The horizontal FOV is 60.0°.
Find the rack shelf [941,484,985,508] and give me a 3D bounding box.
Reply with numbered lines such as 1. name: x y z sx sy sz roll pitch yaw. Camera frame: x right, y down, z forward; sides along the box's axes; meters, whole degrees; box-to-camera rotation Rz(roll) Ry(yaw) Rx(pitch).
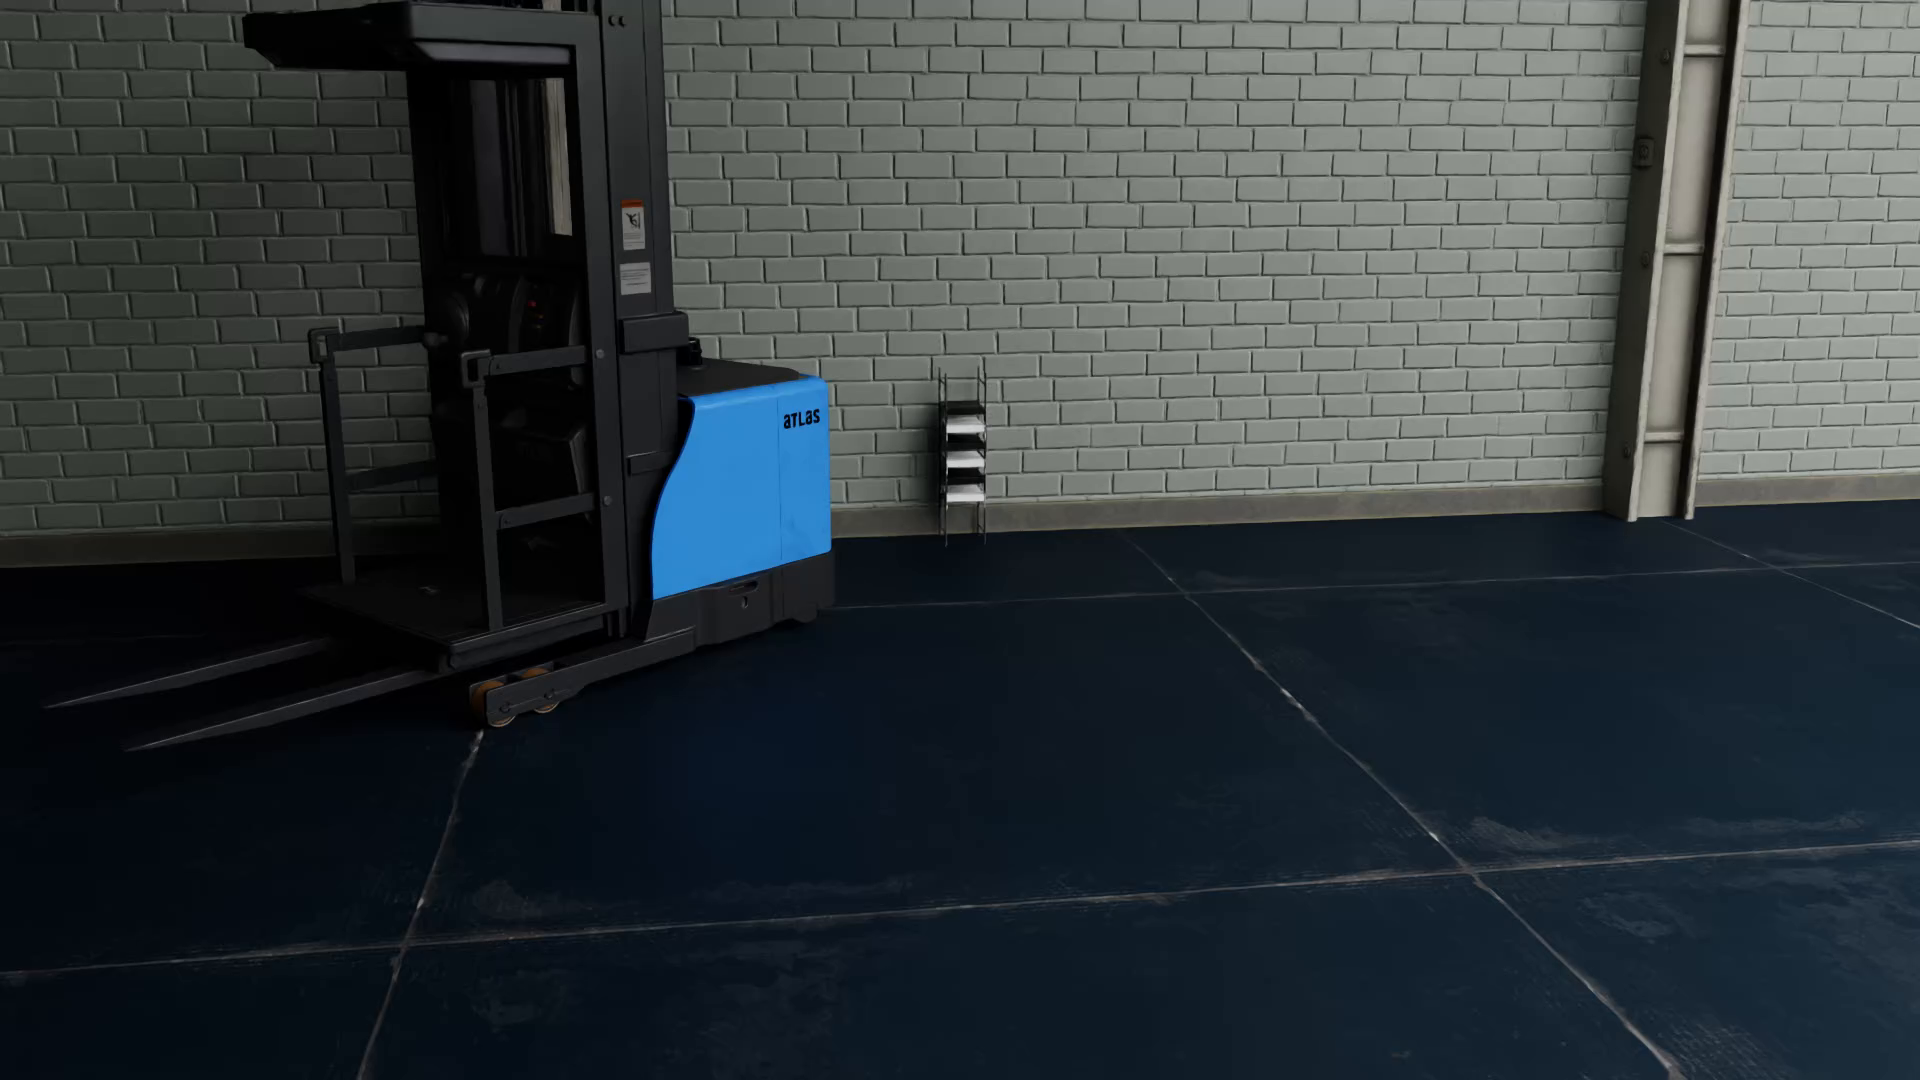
1. rack shelf: 0.011 -0.228 8.657 0.200 0.077 0.258 -2 14 -9

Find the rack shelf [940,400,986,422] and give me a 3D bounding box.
1. rack shelf: 0.011 -0.664 8.546 0.200 0.077 0.258 -2 14 -9

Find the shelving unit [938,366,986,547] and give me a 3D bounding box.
1. shelving unit: 0.011 -0.435 8.605 0.210 0.900 0.258 -2 14 -9

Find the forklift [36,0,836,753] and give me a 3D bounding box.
1. forklift: -1.882 -0.881 6.209 1.130 2.935 3.031 12 18 39

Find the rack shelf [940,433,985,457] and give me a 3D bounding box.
1. rack shelf: 0.011 -0.490 8.591 0.200 0.077 0.258 -2 14 -9

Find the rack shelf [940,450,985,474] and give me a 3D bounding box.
1. rack shelf: 0.011 -0.403 8.613 0.200 0.077 0.258 -2 14 -9

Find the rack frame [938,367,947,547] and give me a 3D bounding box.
1. rack frame: -0.089 -0.431 8.589 0.006 0.900 0.240 -2 14 -9

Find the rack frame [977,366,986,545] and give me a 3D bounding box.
1. rack frame: 0.111 -0.439 8.620 0.006 0.900 0.240 -2 14 -9

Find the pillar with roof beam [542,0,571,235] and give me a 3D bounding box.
1. pillar with roof beam: -1.456 -3.258 3.212 0.400 9.000 9.100 -2 14 -8

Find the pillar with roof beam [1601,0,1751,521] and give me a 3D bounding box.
1. pillar with roof beam: 4.477 -3.475 4.079 0.400 9.000 9.100 -2 14 -8

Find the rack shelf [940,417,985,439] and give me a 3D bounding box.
1. rack shelf: 0.011 -0.577 8.569 0.200 0.077 0.258 -2 14 -9

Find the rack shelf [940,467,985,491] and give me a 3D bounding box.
1. rack shelf: 0.011 -0.315 8.635 0.200 0.077 0.258 -2 14 -9
